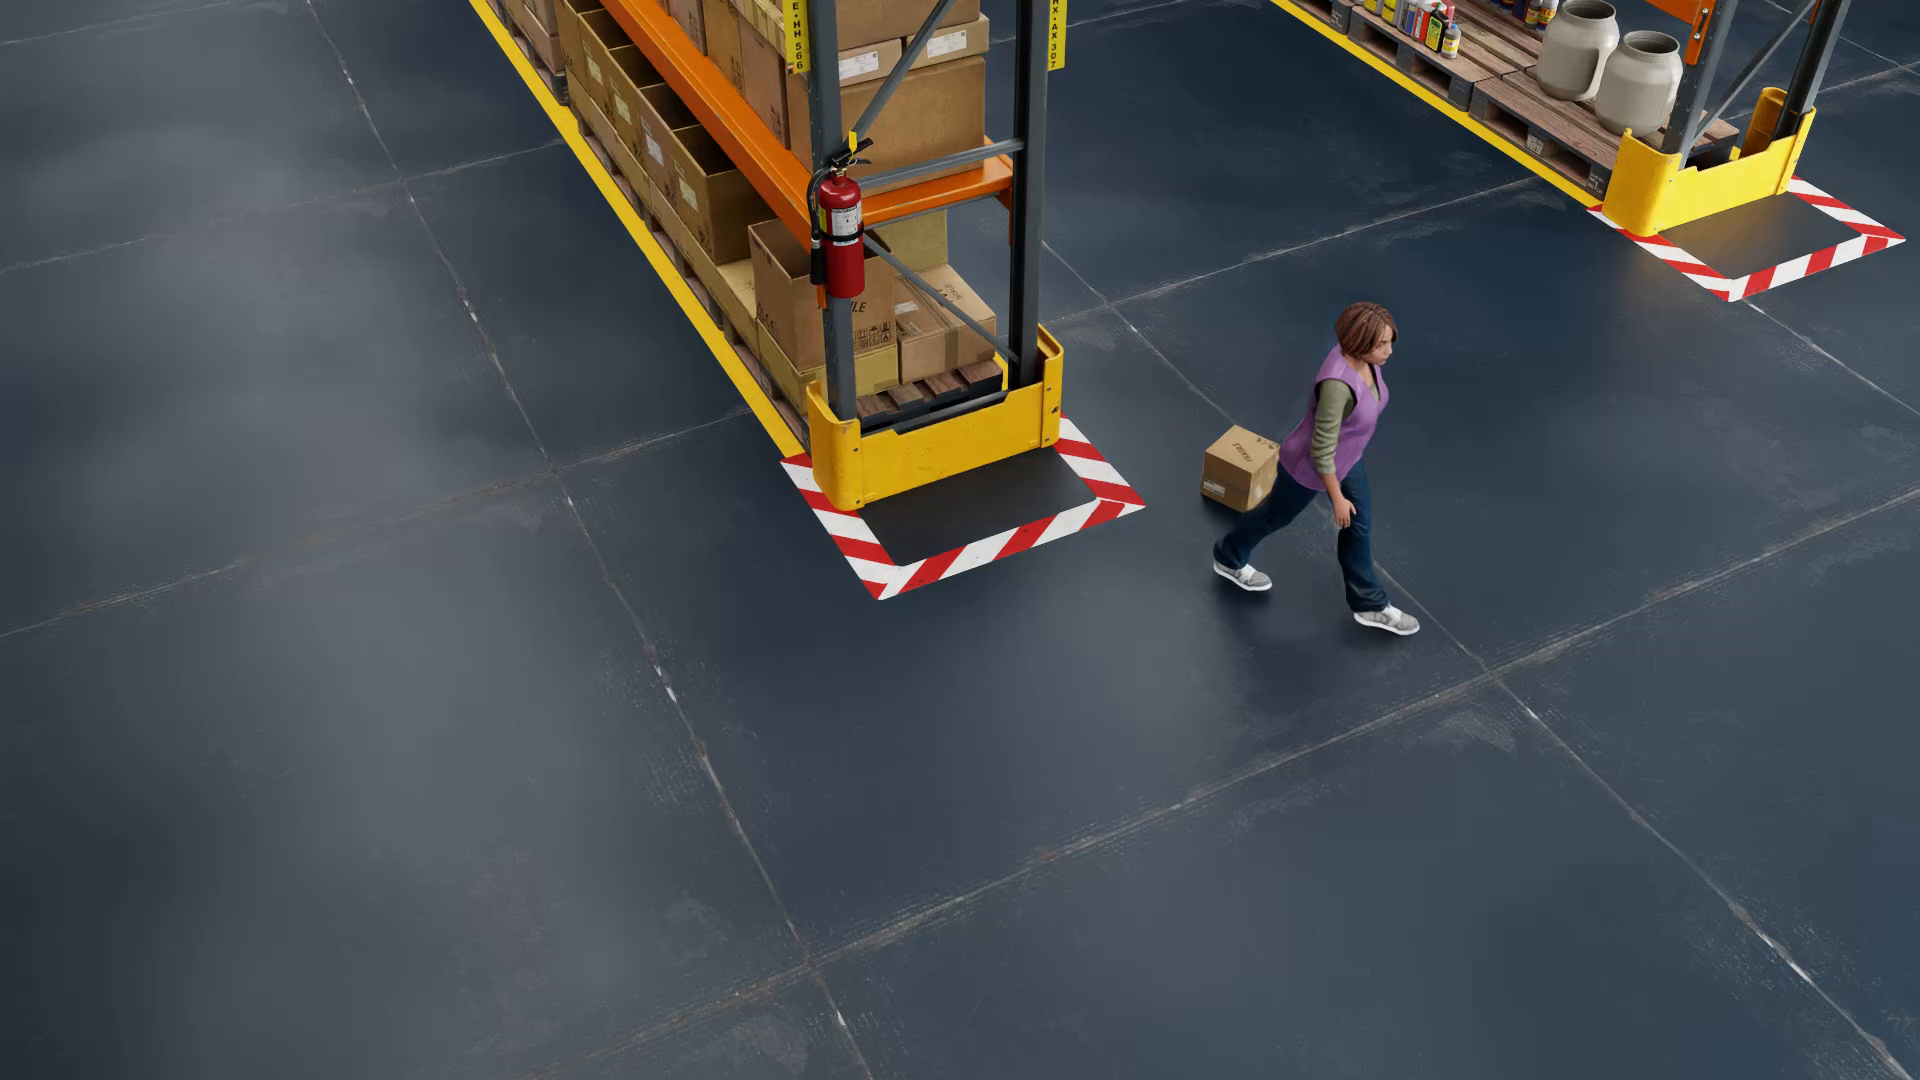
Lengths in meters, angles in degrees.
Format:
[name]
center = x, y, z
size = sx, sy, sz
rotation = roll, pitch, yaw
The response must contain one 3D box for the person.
[person]
center = 1.441, -0.282, 6.468
size = 0.891, 1.543, 0.436
rotation = 28, 49, 27
